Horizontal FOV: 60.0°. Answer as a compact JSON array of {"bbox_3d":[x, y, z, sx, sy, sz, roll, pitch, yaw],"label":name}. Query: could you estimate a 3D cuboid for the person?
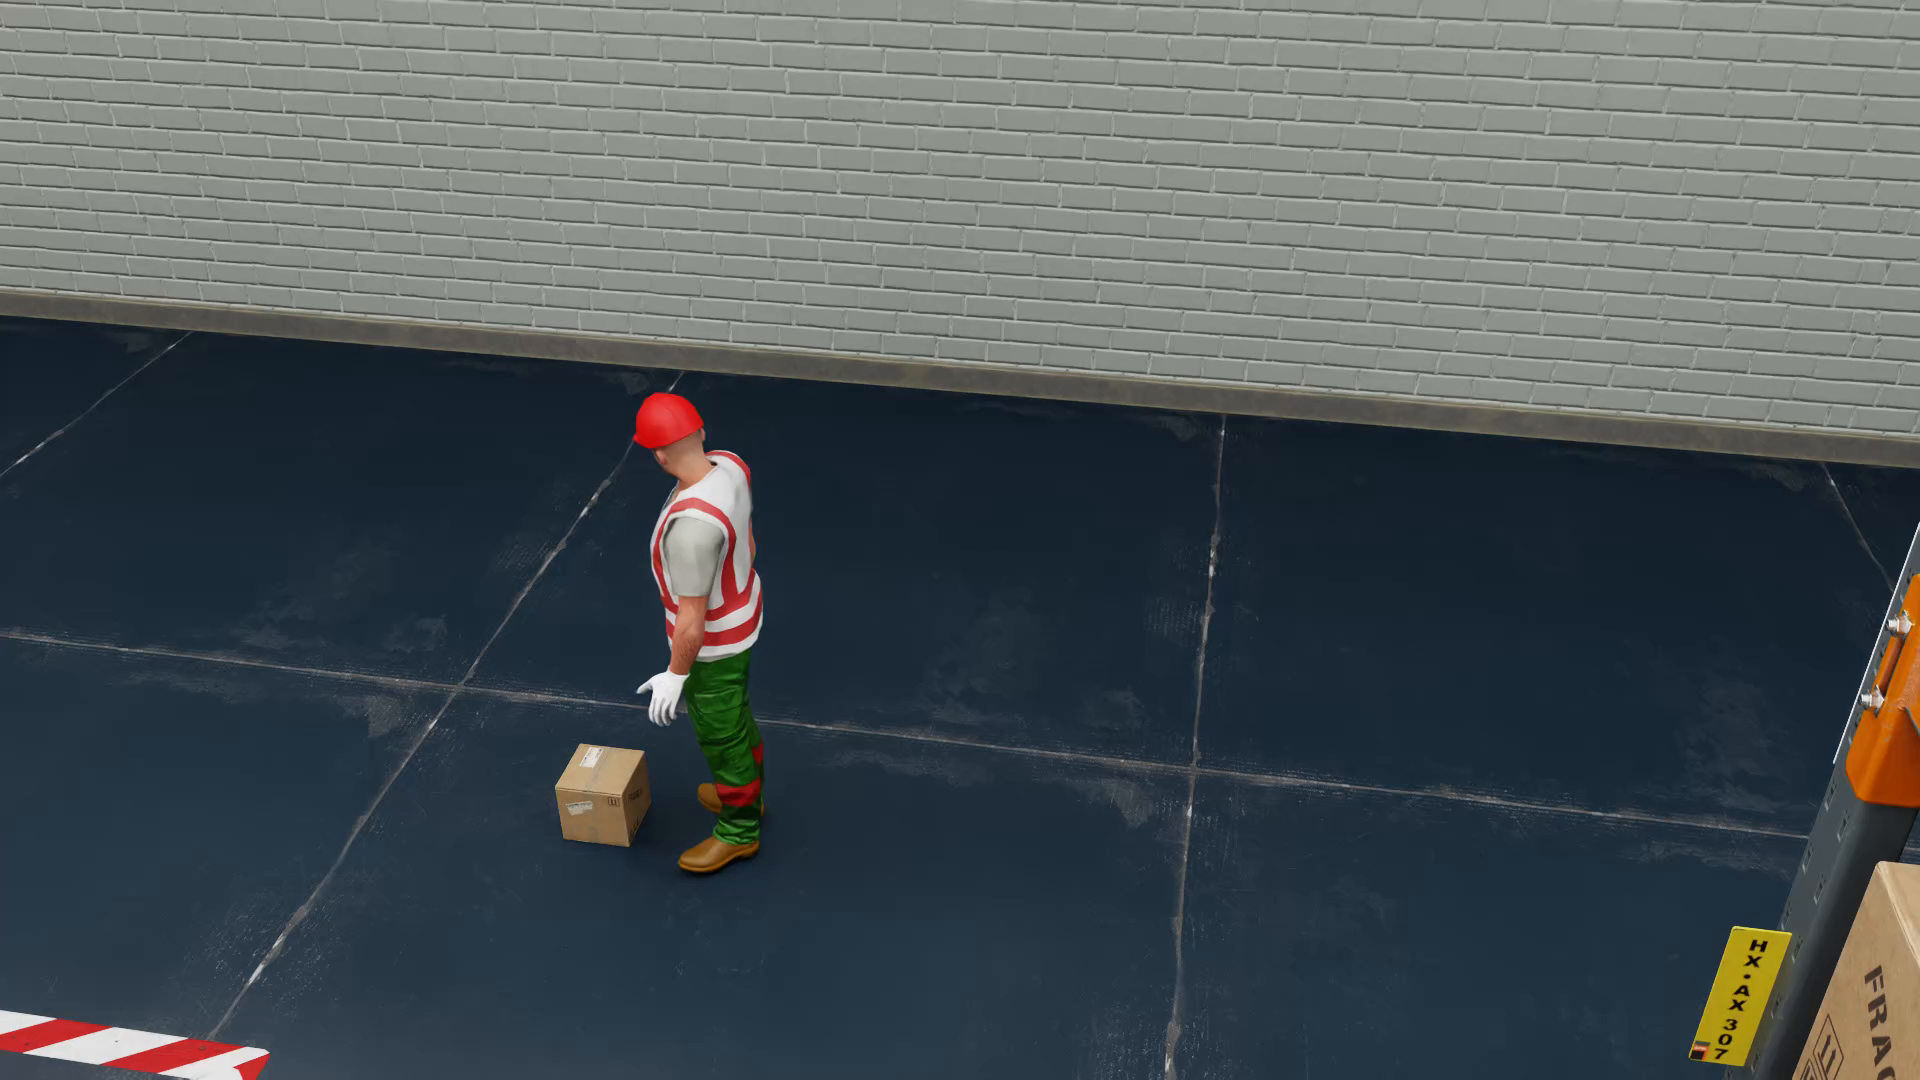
[{"bbox_3d":[-0.848,0.337,5.568,0.378,1.800,0.656,1,32,1],"label":"person"}]
